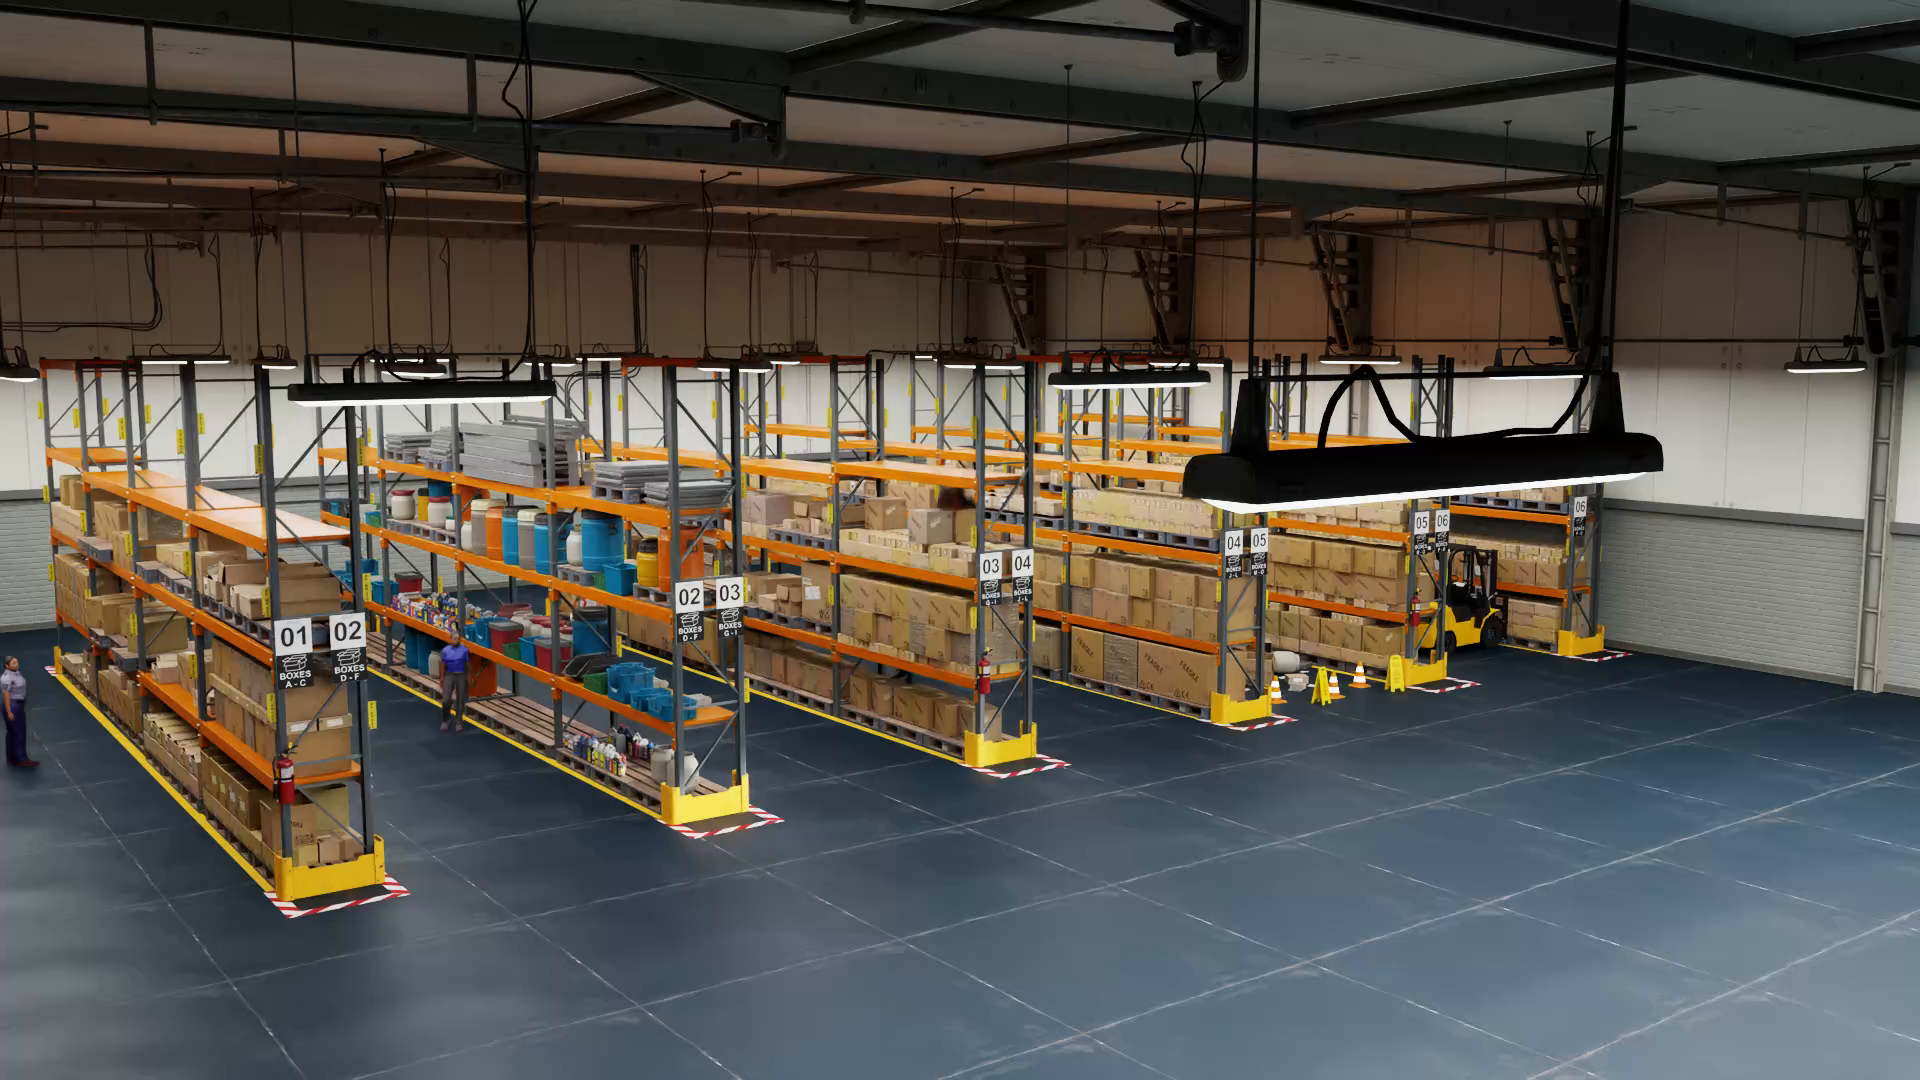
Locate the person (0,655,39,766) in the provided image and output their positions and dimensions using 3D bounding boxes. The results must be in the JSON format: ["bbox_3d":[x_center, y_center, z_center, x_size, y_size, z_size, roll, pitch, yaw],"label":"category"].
[{"bbox_3d":[-14.094,2.539,24.883,0.442,1.654,0.517,-4,8,-30],"label":"person"}]

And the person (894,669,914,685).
[{"bbox_3d":[-0.970,1.997,29.744,0.424,1.533,0.915,-6,9,-40],"label":"person"}]

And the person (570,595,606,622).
[{"bbox_3d":[-7.361,1.544,32.983,0.659,1.813,0.877,-4,8,-32],"label":"person"}]

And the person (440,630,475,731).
[{"bbox_3d":[-8.184,2.279,27.022,0.579,1.653,0.401,-2,7,-20],"label":"person"}]
